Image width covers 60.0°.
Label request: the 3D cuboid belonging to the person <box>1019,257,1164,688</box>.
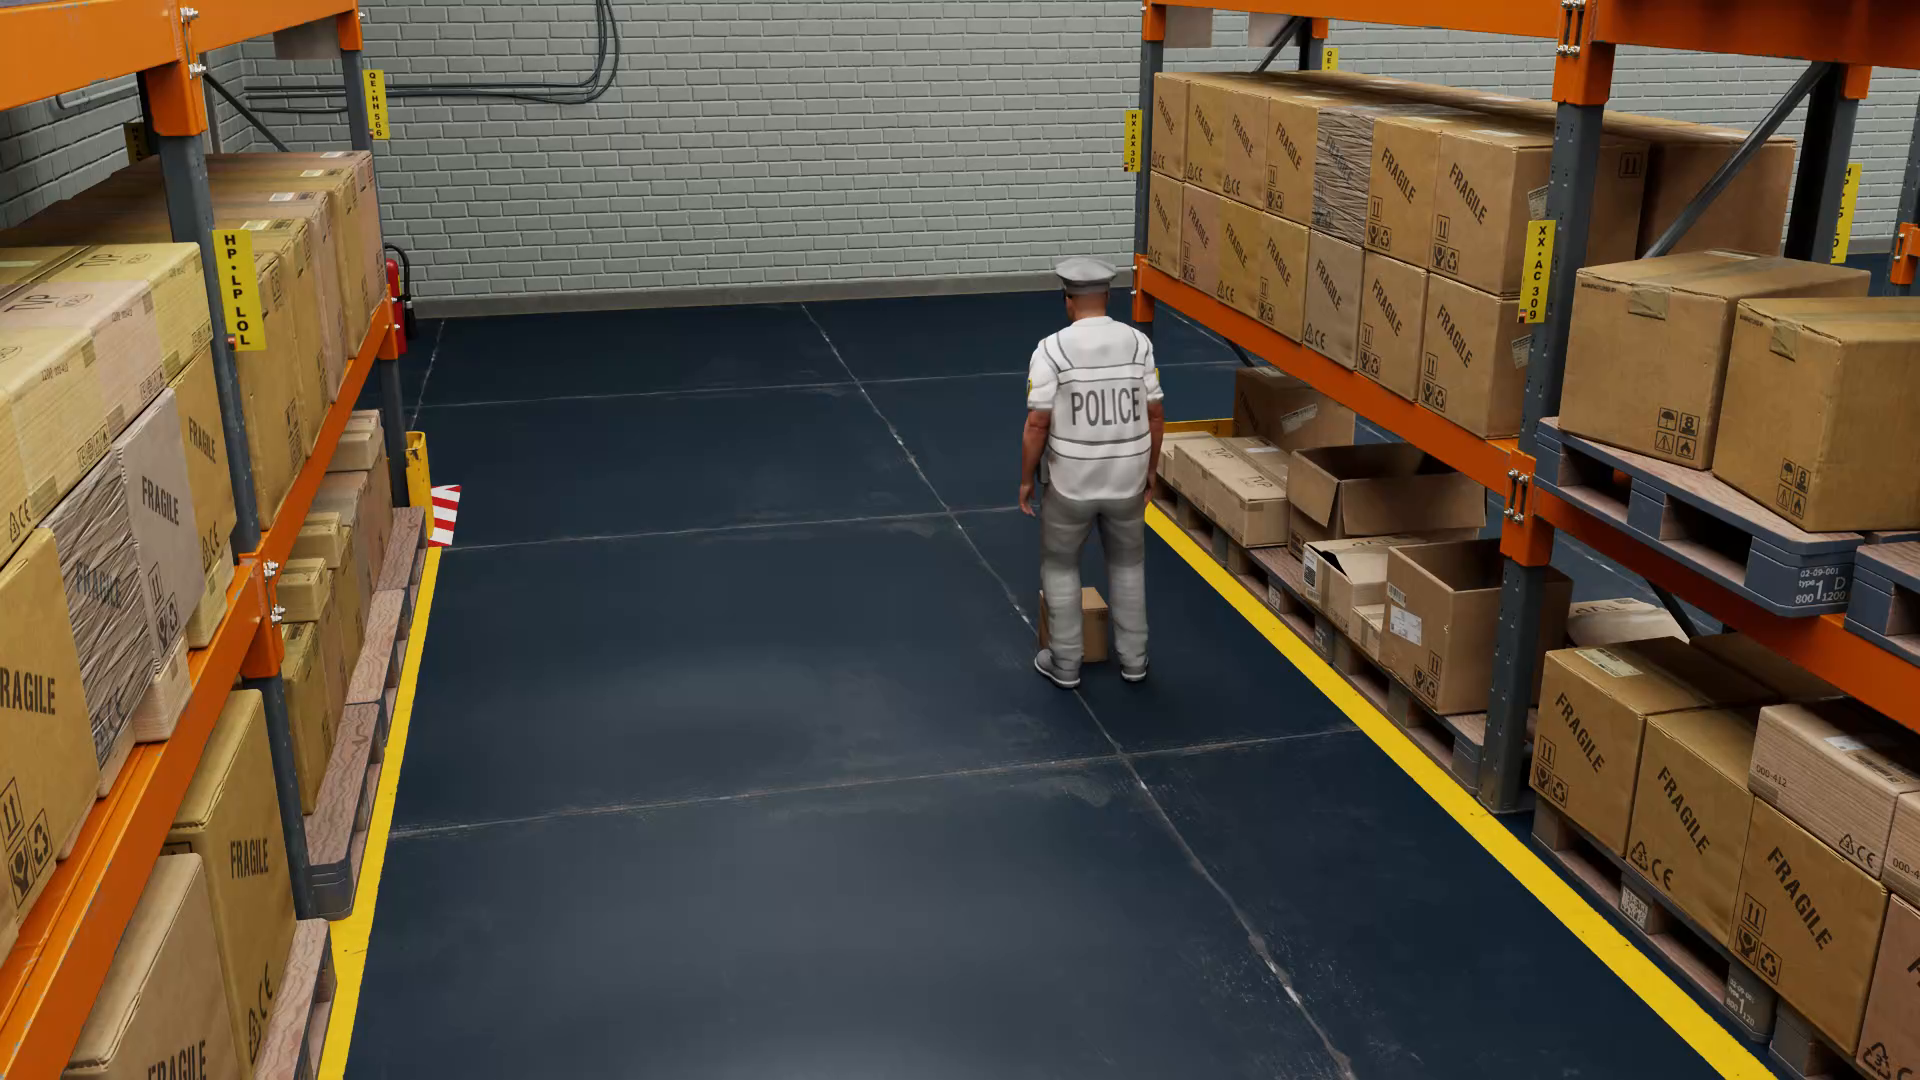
[{"bbox_3d":[0.541,-0.245,6.747,0.605,1.751,0.428,-4,20,-12],"label":"person"}]
